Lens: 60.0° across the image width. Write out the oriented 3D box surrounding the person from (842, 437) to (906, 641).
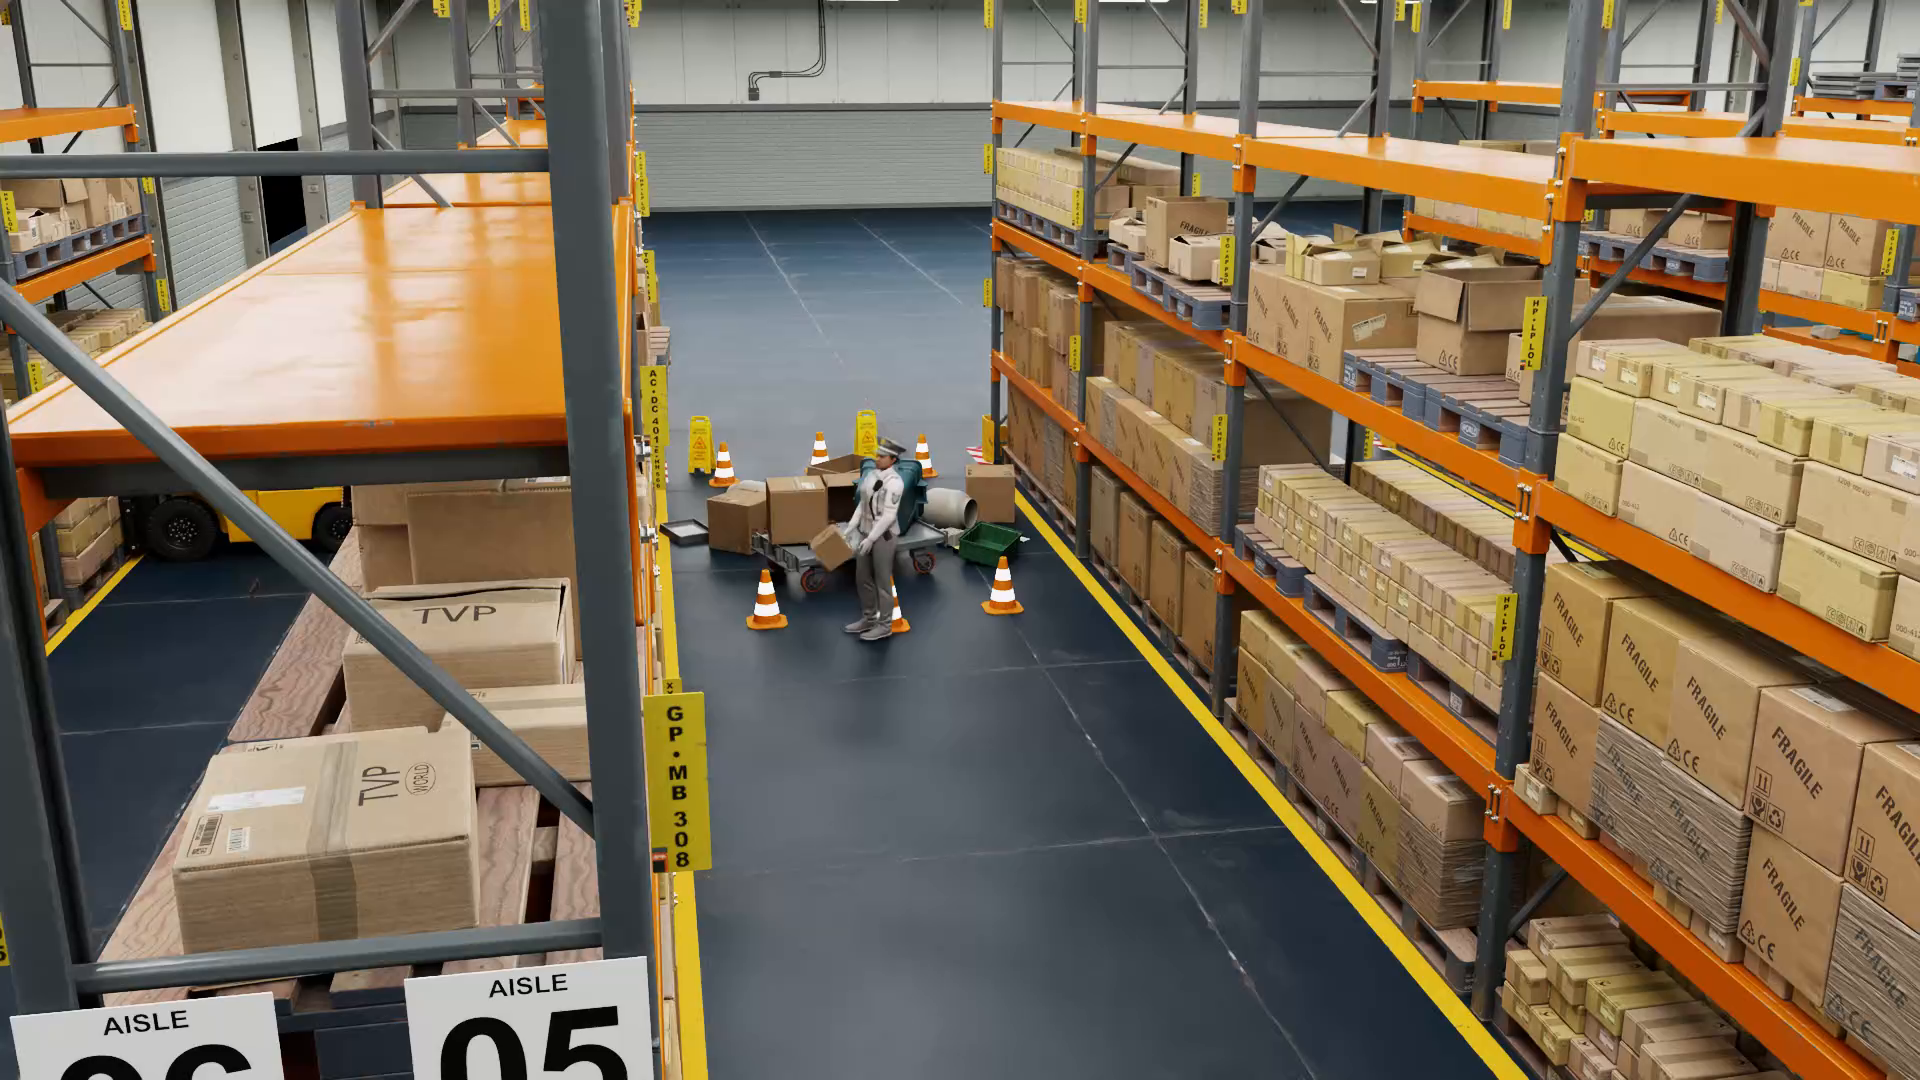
[{"bbox_3d":[-0.681,-0.015,13.516,0.491,1.699,0.532,-9,19,-27],"label":"person"}]
